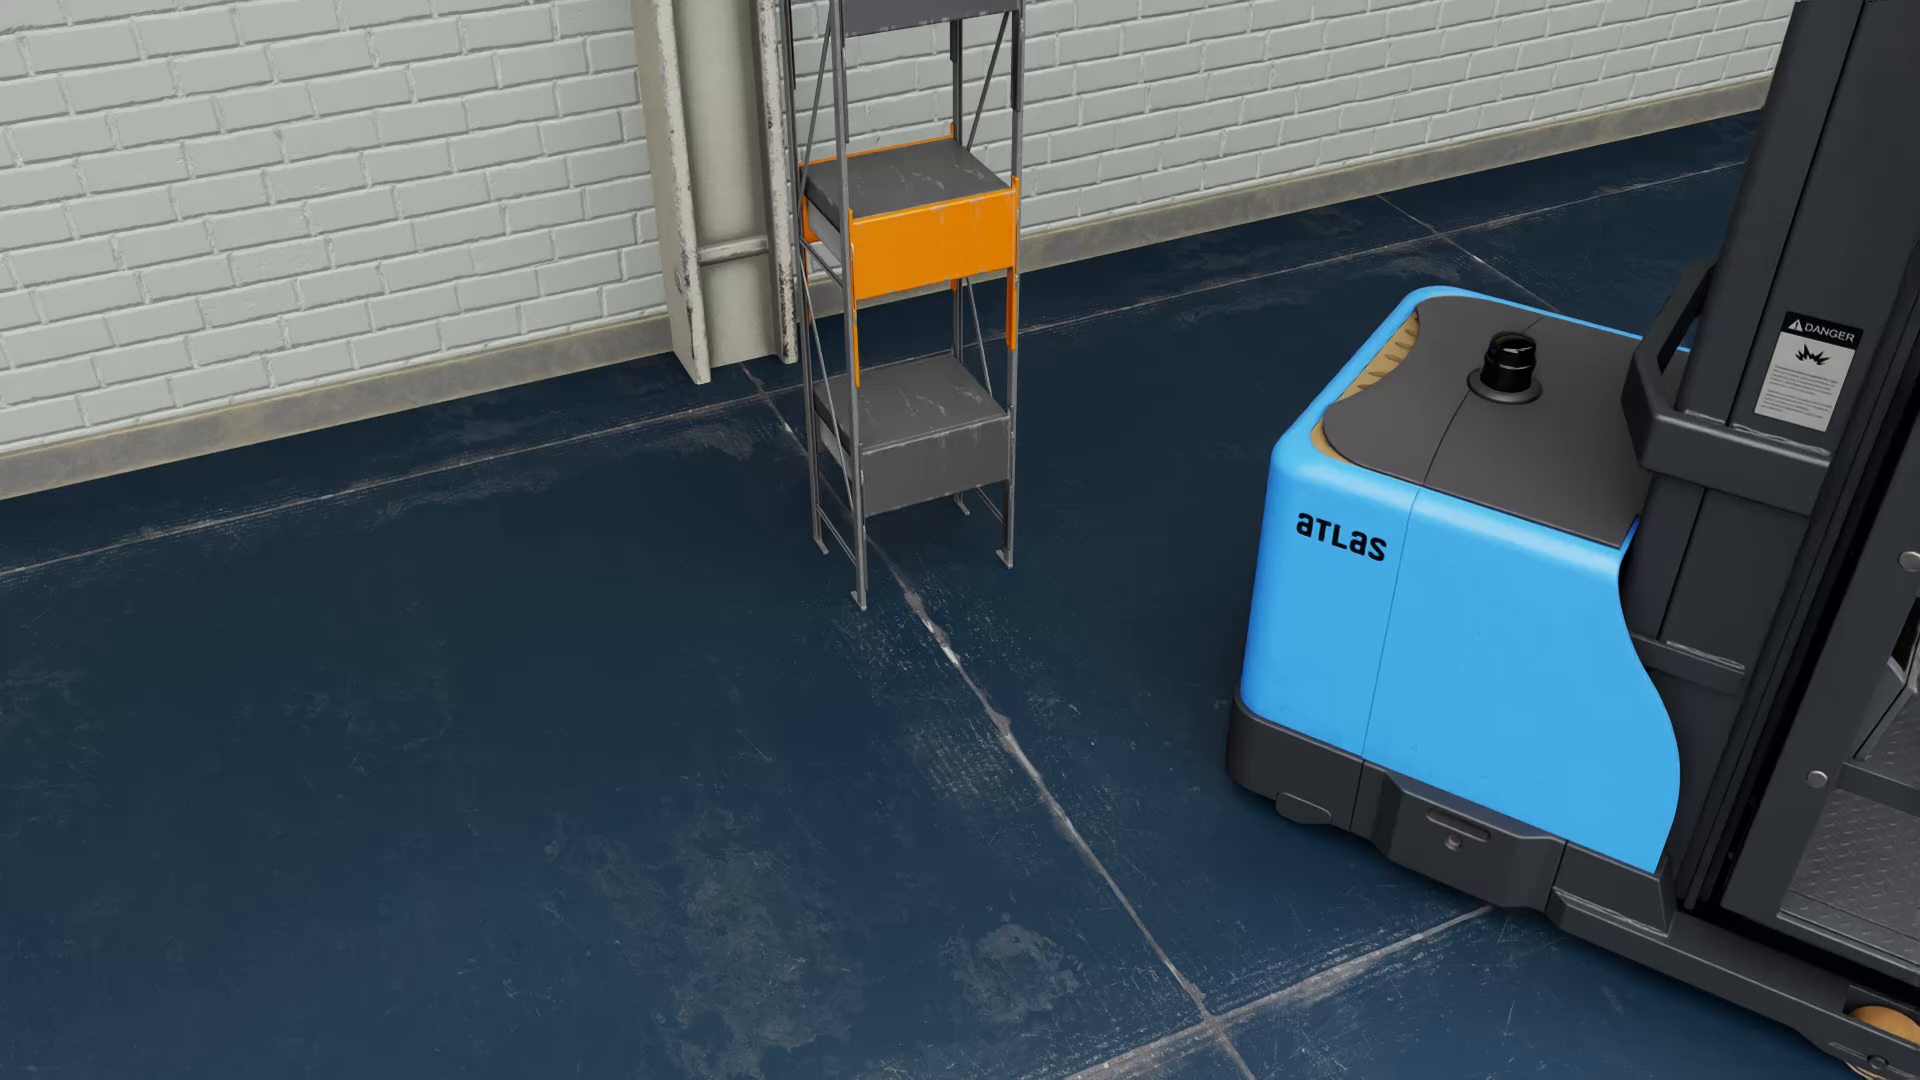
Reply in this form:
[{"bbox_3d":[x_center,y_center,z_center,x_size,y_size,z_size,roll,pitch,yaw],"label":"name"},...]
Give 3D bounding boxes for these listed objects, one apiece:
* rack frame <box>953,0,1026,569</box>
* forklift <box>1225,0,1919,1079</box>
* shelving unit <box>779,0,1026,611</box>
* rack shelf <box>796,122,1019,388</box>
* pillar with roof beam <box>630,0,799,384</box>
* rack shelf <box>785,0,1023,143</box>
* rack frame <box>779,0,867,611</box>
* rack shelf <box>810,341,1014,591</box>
[{"bbox_3d":[0.071,-0.863,4.651,0.015,2.100,0.400,-16,39,-20],"label":"rack frame"},{"bbox_3d":[2.210,-0.291,3.182,3.031,2.935,1.130,21,41,26],"label":"forklift"},{"bbox_3d":[-0.150,-0.801,4.568,0.503,2.100,0.431,-16,39,-20],"label":"shelving unit"},{"bbox_3d":[-0.150,-0.790,4.576,0.480,0.518,0.431,-16,39,-20],"label":"rack shelf"},{"bbox_3d":[0.991,-1.986,0.374,0.400,9.000,9.100,-16,39,-20],"label":"pillar with roof beam"},{"bbox_3d":[-0.150,-1.353,4.159,0.480,0.518,0.431,-16,39,-20],"label":"rack shelf"},{"bbox_3d":[-0.371,-0.740,4.485,0.015,2.100,0.400,-16,39,-20],"label":"rack frame"},{"bbox_3d":[-0.150,-0.228,4.993,0.480,0.518,0.431,-16,39,-20],"label":"rack shelf"}]
